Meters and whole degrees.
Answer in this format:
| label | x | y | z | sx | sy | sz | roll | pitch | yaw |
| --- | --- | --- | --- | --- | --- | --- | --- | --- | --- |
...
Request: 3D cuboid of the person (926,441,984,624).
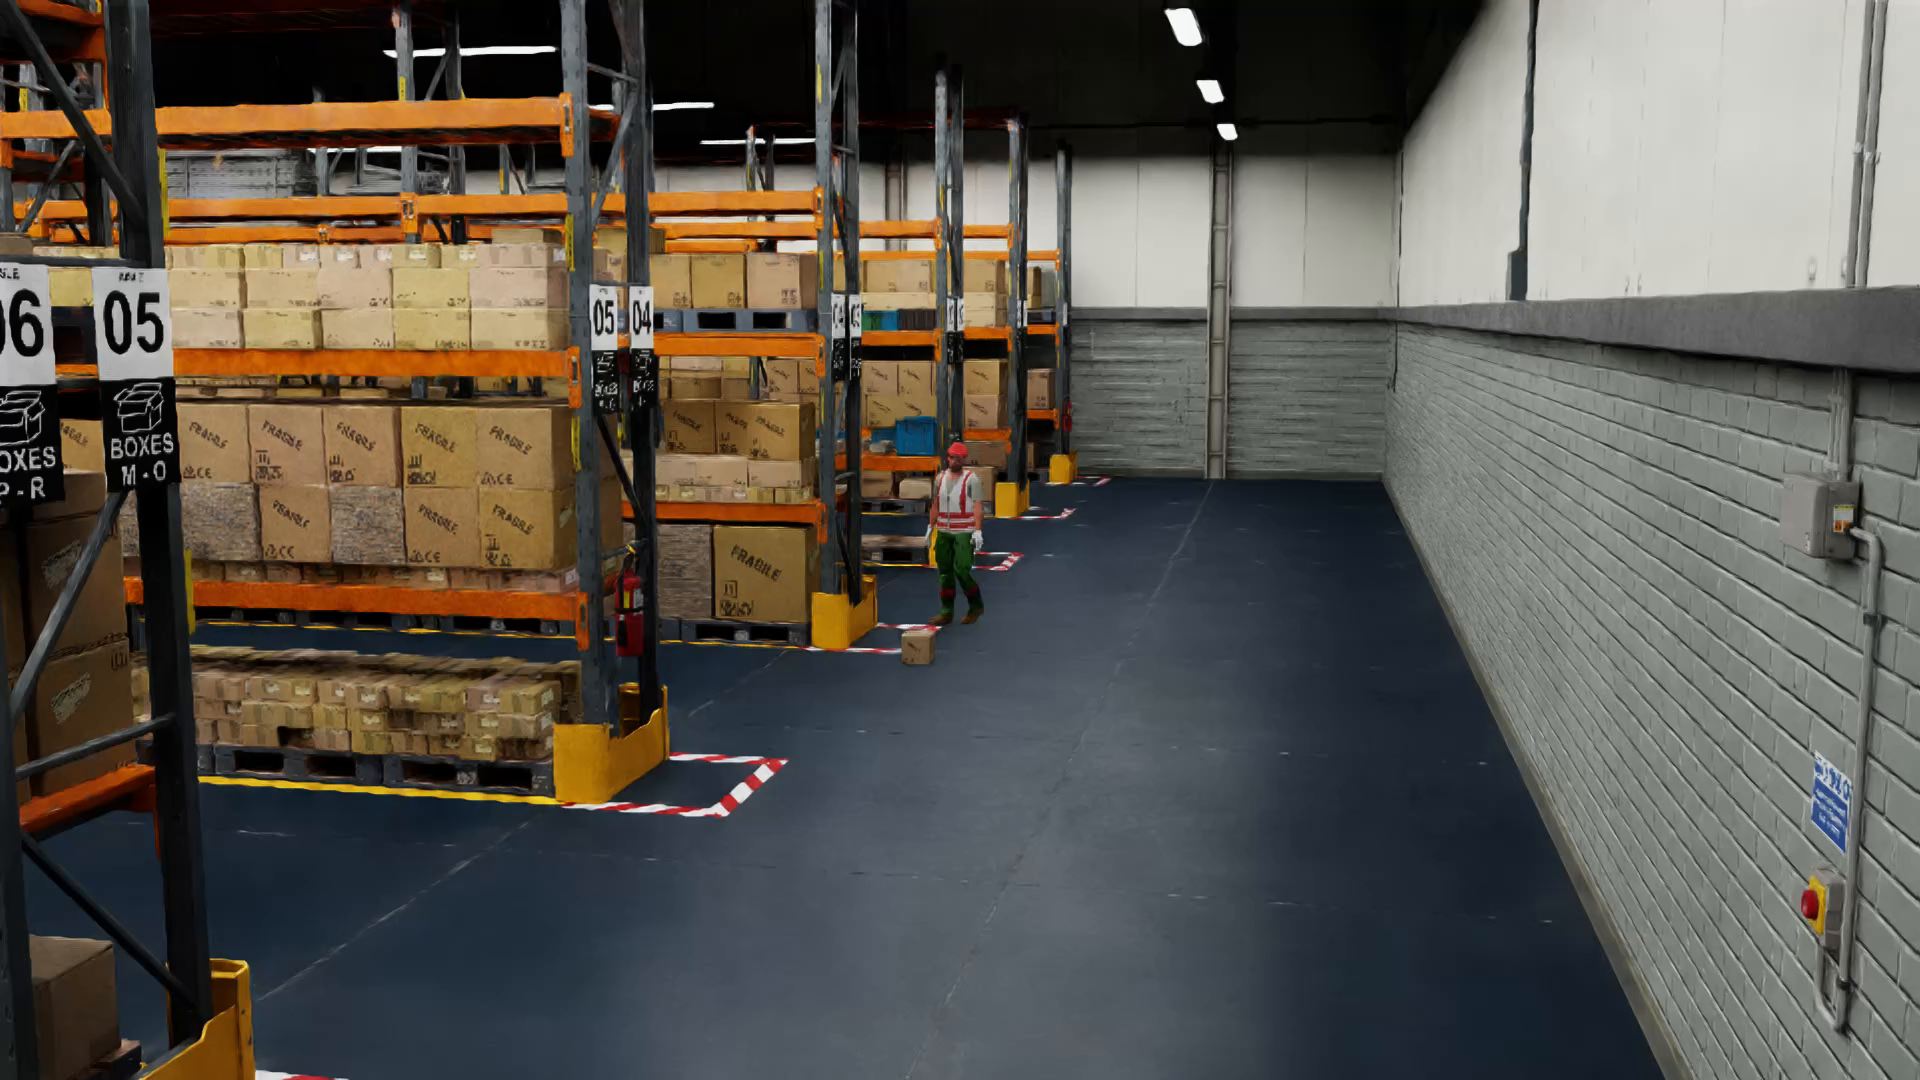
| label | x | y | z | sx | sy | sz | roll | pitch | yaw |
| --- | --- | --- | --- | --- | --- | --- | --- | --- | --- |
| person | -0.058 | -0.068 | 16.170 | 0.646 | 1.792 | 0.422 | 5 | 9 | 32 |
